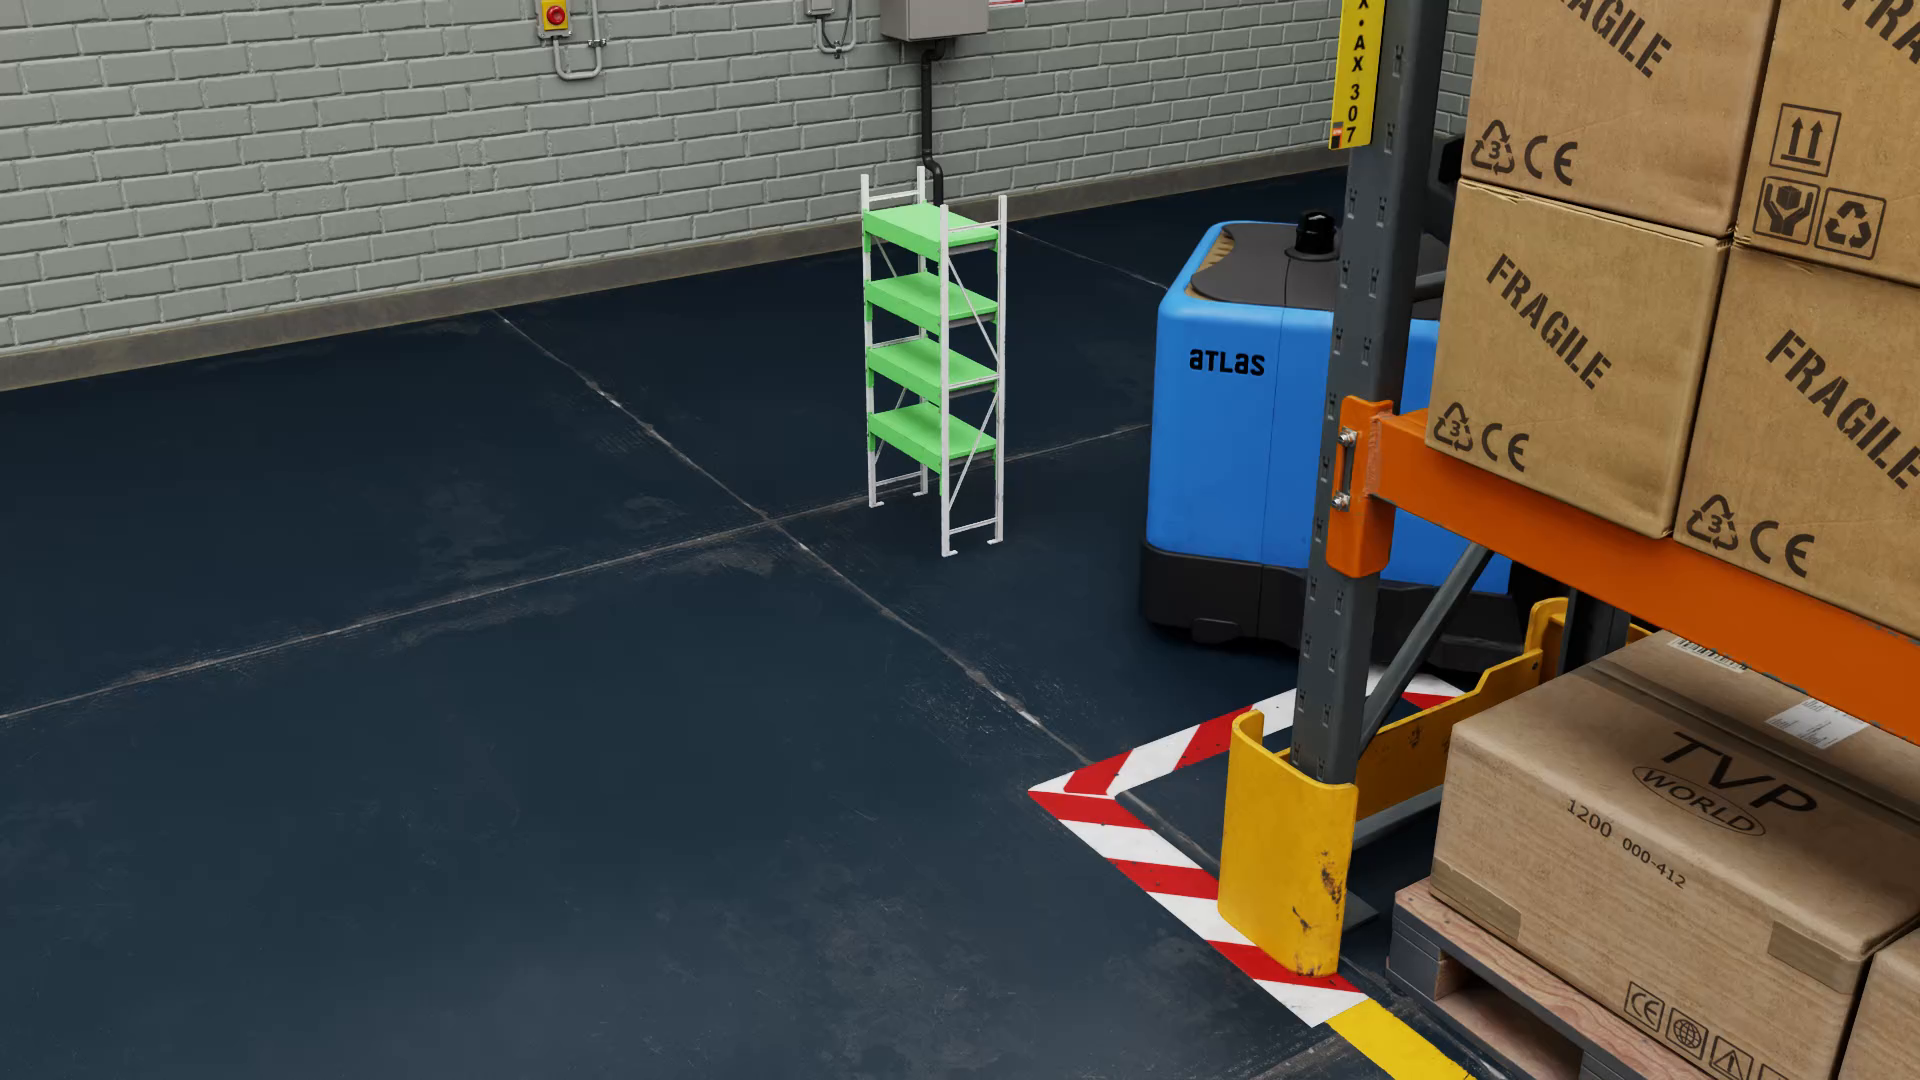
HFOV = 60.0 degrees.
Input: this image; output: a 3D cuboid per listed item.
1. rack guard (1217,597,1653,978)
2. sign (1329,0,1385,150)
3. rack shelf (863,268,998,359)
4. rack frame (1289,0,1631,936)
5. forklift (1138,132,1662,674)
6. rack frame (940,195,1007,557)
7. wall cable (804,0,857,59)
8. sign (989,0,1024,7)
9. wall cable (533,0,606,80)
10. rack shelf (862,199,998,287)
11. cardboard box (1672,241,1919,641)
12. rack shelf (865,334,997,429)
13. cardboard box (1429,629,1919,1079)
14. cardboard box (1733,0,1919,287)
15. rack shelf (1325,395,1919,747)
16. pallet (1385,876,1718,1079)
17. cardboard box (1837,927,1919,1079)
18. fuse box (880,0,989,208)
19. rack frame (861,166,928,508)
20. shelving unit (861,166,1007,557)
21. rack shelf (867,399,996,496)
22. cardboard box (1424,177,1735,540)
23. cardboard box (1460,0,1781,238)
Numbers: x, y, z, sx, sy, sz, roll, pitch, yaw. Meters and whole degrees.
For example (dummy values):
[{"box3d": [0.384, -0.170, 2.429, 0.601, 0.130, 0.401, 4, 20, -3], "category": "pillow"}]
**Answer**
[{"box3d": [1.164, 0.559, 3.979, 1.175, 0.500, 0.348, -16, 29, -30], "category": "rack guard"}, {"box3d": [0.709, -0.862, 2.956, 0.100, 0.325, 0.005, -16, 29, -30], "category": "sign"}, {"box3d": [-0.090, -0.761, 5.544, 0.258, 0.148, 0.480, -16, 29, -30], "category": "rack shelf"}, {"box3d": [1.177, -0.562, 3.428, 1.000, 3.000, 0.127, -16, 29, -30], "category": "rack frame"}, {"box3d": [2.125, -1.041, 4.522, 3.031, 2.935, 1.130, 7, 26, 15], "category": "forklift"}, {"box3d": [0.043, -0.515, 5.434, 0.240, 1.200, 0.015, -16, 29, -30], "category": "rack frame"}, {"box3d": [-0.739, -3.368, 8.180, 0.588, 1.984, 0.122, -16, 29, -30], "category": "wall cable"}, {"box3d": [0.220, -3.157, 9.036, 0.329, 0.494, 0.001, -16, 29, -30], "category": "sign"}, {"box3d": [-1.921, -3.047, 7.465, 0.585, 1.953, 0.123, -16, 29, -30], "category": "wall cable"}, {"box3d": [-0.090, -0.978, 5.442, 0.258, 0.148, 0.480, -16, 29, -30], "category": "rack shelf"}, {"box3d": [1.498, -0.195, 2.531, 0.500, 0.500, 0.500, -16, 30, -30], "category": "cardboard box"}, {"box3d": [-0.090, -0.544, 5.647, 0.258, 0.148, 0.480, -16, 29, -30], "category": "rack shelf"}, {"box3d": [1.621, 0.619, 3.434, 0.875, 0.438, 0.875, -17, 30, -31], "category": "cardboard box"}, {"box3d": [1.488, -0.638, 2.300, 0.500, 0.500, 0.500, -16, 30, -31], "category": "cardboard box"}, {"box3d": [2.269, 0.478, 2.066, 1.077, 0.370, 4.000, -16, 29, -30], "category": "rack shelf"}, {"box3d": [1.679, 0.966, 3.456, 1.003, 0.211, 1.213, -16, 29, -30], "category": "pallet"}, {"box3d": [2.128, 0.945, 2.745, 0.875, 0.438, 0.875, -15, 29, -28], "category": "cardboard box"}, {"box3d": [-0.081, -2.428, 8.890, 0.539, 1.711, 0.414, -16, 29, -30], "category": "fuse box"}, {"box3d": [-0.224, -0.689, 5.804, 0.240, 1.200, 0.015, -16, 29, -30], "category": "rack frame"}, {"box3d": [-0.090, -0.602, 5.619, 0.258, 1.200, 0.503, -16, 29, -30], "category": "shelving unit"}, {"box3d": [-0.090, -0.327, 5.749, 0.258, 0.148, 0.480, -16, 29, -30], "category": "rack shelf"}, {"box3d": [1.198, -0.369, 2.901, 0.500, 0.500, 0.500, -16, 30, -30], "category": "cardboard box"}, {"box3d": [1.200, -0.822, 2.688, 0.500, 0.500, 0.500, -16, 30, -31], "category": "cardboard box"}]
